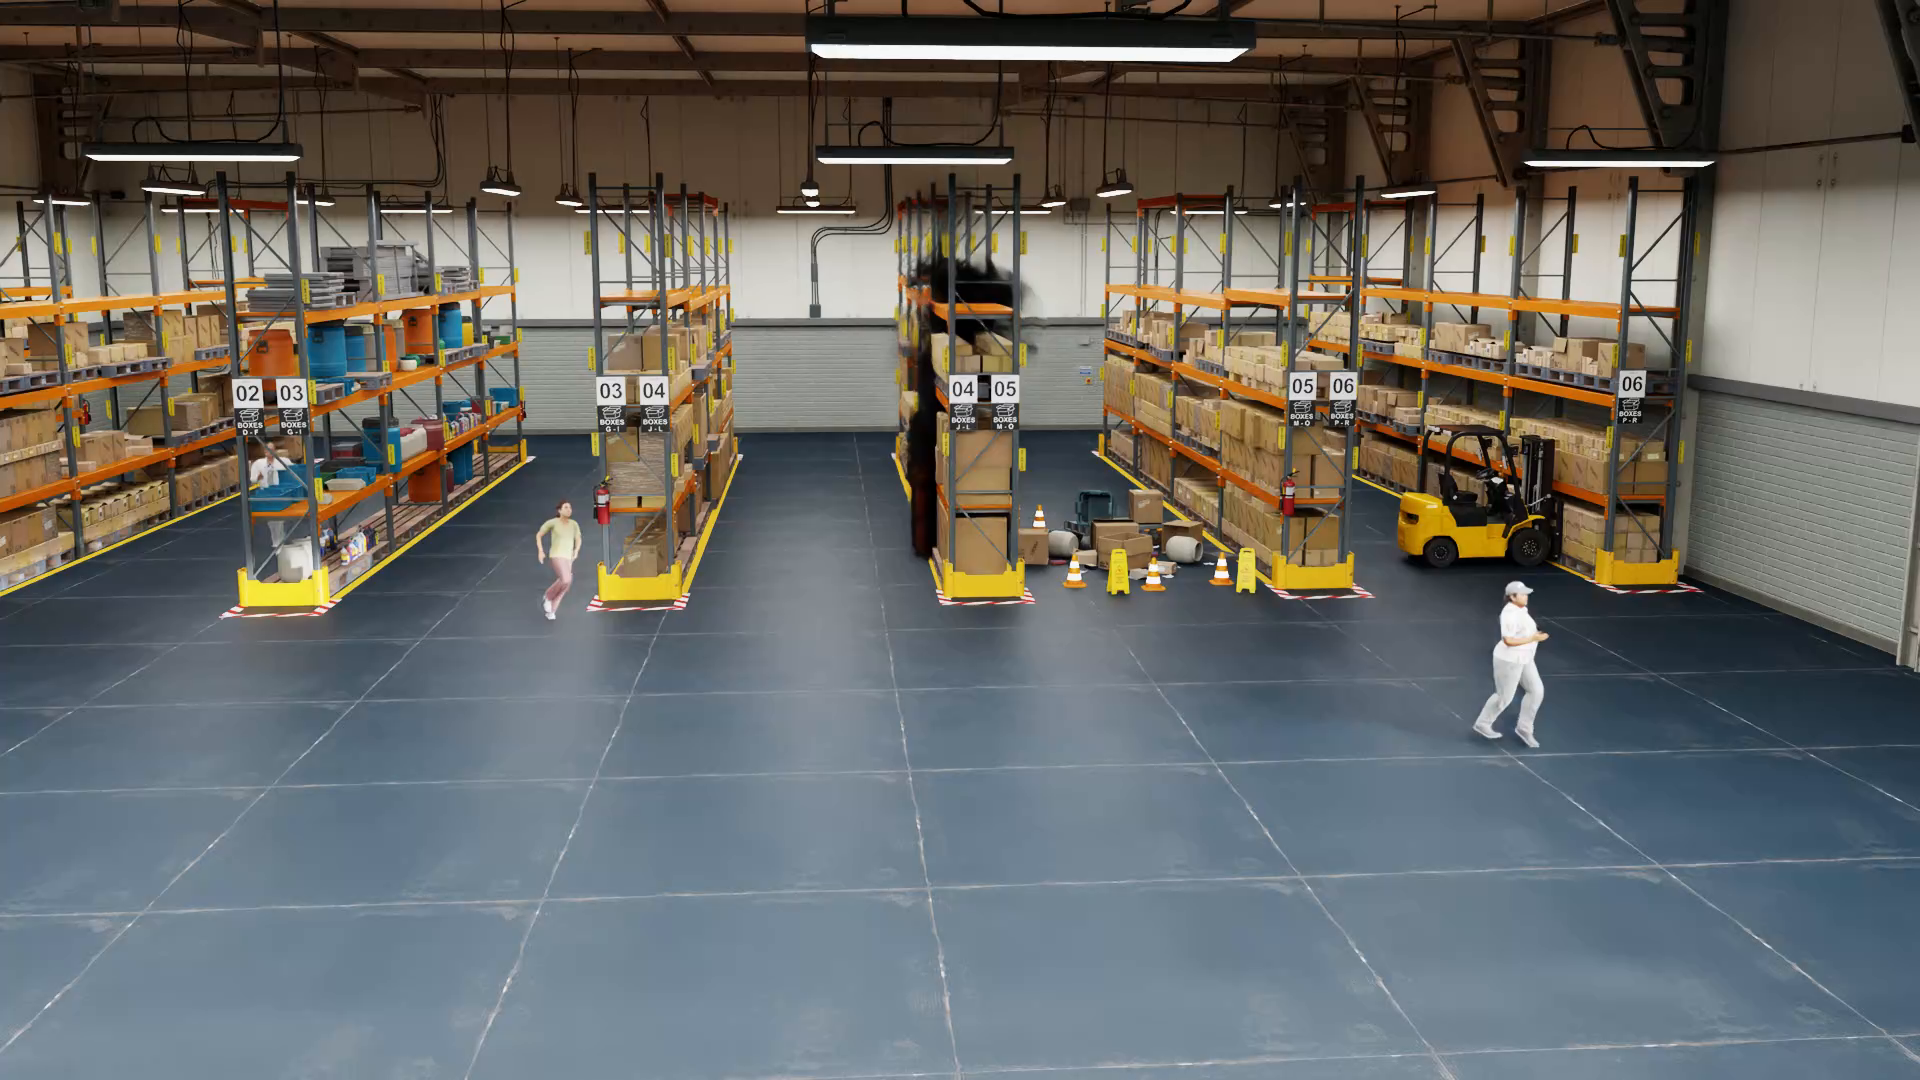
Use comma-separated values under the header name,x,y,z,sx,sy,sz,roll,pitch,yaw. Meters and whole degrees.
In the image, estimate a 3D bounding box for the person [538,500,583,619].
name,x,y,z,sx,sy,sz,roll,pitch,yaw
person,-5.340,0.260,22.549,0.594,1.602,0.581,-9,14,-42

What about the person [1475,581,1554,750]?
name,x,y,z,sx,sy,sz,roll,pitch,yaw
person,5.617,1.259,16.777,0.735,1.722,0.588,8,13,38

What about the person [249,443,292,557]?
name,x,y,z,sx,sy,sz,roll,pitch,yaw
person,-11.319,-0.689,27.364,0.685,1.819,0.911,-2,10,-10
